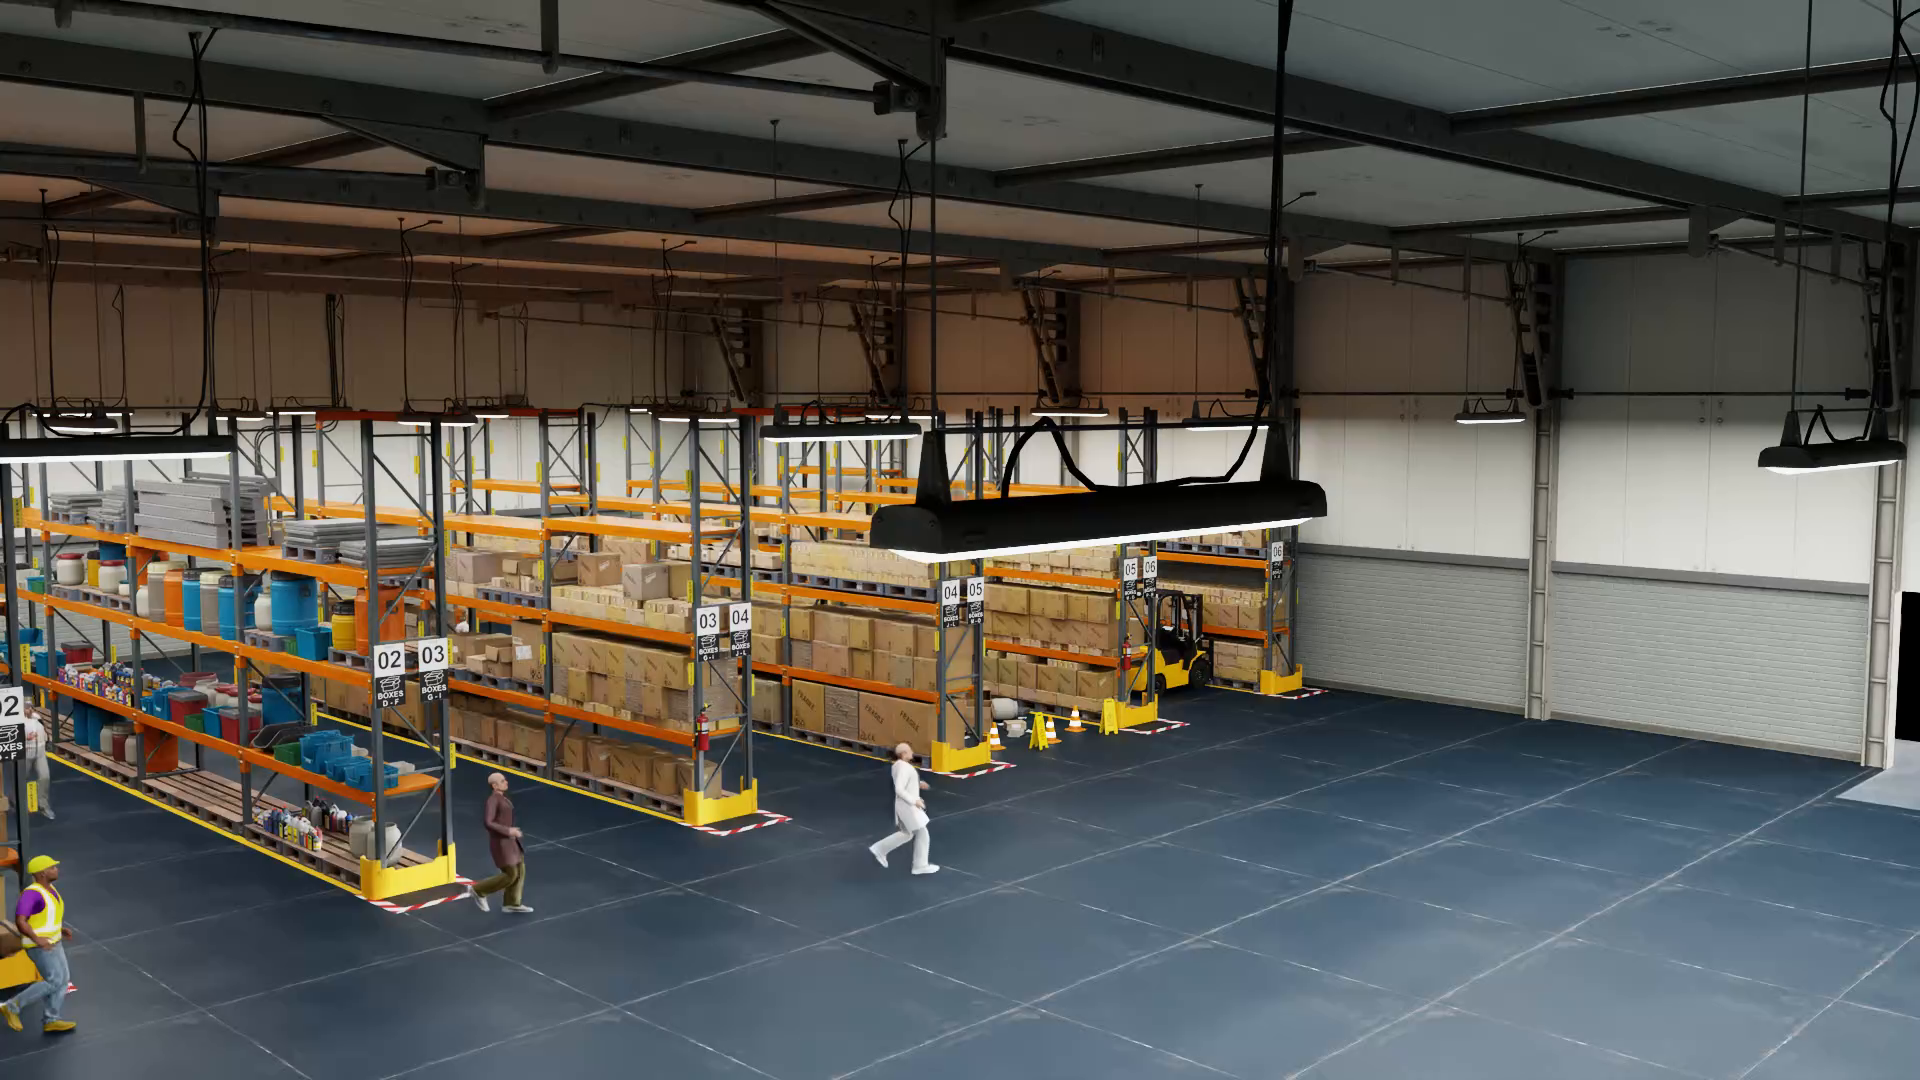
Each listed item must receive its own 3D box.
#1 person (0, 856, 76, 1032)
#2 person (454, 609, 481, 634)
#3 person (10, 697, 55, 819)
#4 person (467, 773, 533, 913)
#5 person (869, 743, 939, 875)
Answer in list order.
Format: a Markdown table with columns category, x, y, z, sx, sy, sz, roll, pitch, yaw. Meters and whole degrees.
| category | x | y | z | sx | sy | sz | roll | pitch | yaw |
| --- | --- | --- | --- | --- | --- | --- | --- | --- | --- |
| person | -9.171 | 4.010 | 16.596 | 0.653 | 1.715 | 0.740 | -1 | 5 | -16 |
| person | -10.618 | 2.318 | 36.033 | 0.603 | 1.668 | 0.564 | -5 | 7 | -42 |
| person | -13.894 | 3.235 | 24.819 | 0.834 | 1.823 | 0.651 | 3 | 6 | 32 |
| person | -5.583 | 3.687 | 20.145 | 0.758 | 1.761 | 0.726 | -1 | 5 | -8 |
| person | -0.721 | 3.528 | 21.791 | 0.916 | 1.746 | 0.703 | -1 | 5 | -16 |
